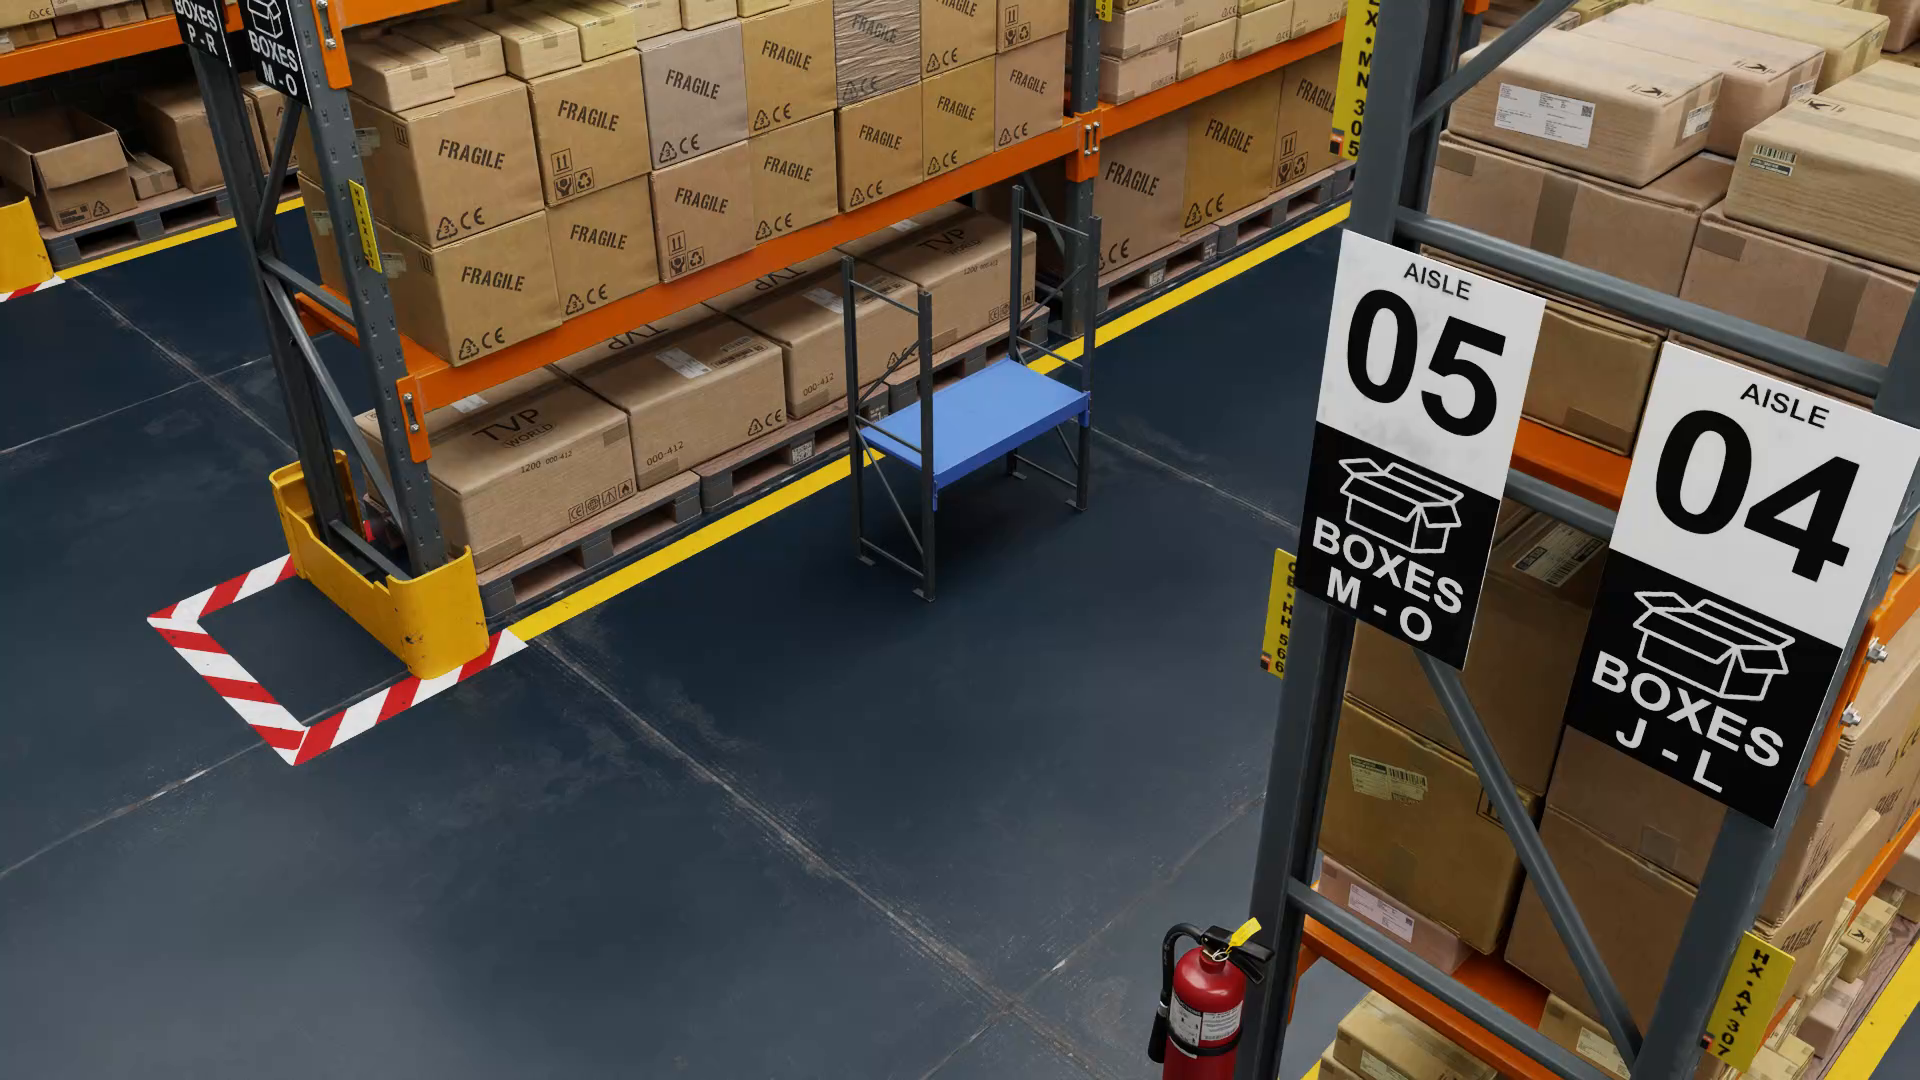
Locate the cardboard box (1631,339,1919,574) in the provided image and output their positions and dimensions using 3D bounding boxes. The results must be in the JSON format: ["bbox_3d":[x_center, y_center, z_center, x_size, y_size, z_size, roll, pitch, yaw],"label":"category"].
[{"bbox_3d":[1.585,-0.241,2.983,0.500,0.250,0.500,-28,44,-34],"label":"cardboard box"}]

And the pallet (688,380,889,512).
[{"bbox_3d":[-1.129,-0.653,8.501,1.003,0.211,1.213,30,45,35],"label":"pallet"}]

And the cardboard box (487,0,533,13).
[{"bbox_3d":[-1.895,-2.228,6.794,0.250,0.149,0.380,-29,44,-35],"label":"cardboard box"}]

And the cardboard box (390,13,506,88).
[{"bbox_3d":[-1.916,-1.832,6.226,0.250,0.149,0.380,-29,44,-35],"label":"cardboard box"}]

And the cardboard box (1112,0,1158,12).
[{"bbox_3d":[0.836,-3.085,8.590,0.500,0.500,0.500,-29,44,-35],"label":"cardboard box"}]

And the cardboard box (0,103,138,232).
[{"bbox_3d":[-5.524,-2.305,10.248,0.797,0.503,0.637,28,43,34],"label":"cardboard box"}]

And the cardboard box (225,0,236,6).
[{"bbox_3d":[-4.652,-3.369,10.178,0.380,0.149,0.250,28,44,34],"label":"cardboard box"}]

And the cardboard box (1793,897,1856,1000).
[{"bbox_3d":[1.926,0.903,4.053,0.380,0.149,0.250,28,44,34],"label":"cardboard box"}]

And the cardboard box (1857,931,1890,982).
[{"bbox_3d":[2.764,1.287,5.408,0.380,0.149,0.250,30,45,35],"label":"cardboard box"}]

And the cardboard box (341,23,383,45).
[{"bbox_3d":[-2.386,-1.891,6.311,0.250,0.149,0.380,-29,44,-35],"label":"cardboard box"}]

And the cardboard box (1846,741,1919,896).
[{"bbox_3d":[1.959,0.545,3.999,0.500,0.500,0.500,30,45,35],"label":"cardboard box"}]

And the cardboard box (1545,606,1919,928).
[{"bbox_3d":[1.592,0.358,3.393,0.500,0.500,0.500,29,44,35],"label":"cardboard box"}]

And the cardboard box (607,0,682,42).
[{"bbox_3d":[-1.331,-2.133,6.658,0.250,0.149,0.380,-29,44,-35],"label":"cardboard box"}]

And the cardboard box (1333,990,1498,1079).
[{"bbox_3d":[1.280,1.443,4.664,0.250,0.149,0.380,-29,44,-35],"label":"cardboard box"}]

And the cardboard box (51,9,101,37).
[{"bbox_3d":[-5.289,-3.109,9.805,0.380,0.149,0.250,29,44,35],"label":"cardboard box"}]

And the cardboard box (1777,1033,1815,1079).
[{"bbox_3d":[2.239,1.489,4.858,0.250,0.149,0.380,-28,44,-34],"label":"cardboard box"}]

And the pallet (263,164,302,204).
[{"bbox_3d":[-4.548,-2.650,11.366,1.003,0.211,1.213,30,45,35],"label":"pallet"}]

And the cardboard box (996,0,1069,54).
[{"bbox_3d":[0.185,-2.719,8.066,0.500,0.500,0.500,29,44,35],"label":"cardboard box"}]

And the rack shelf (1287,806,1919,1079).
[{"bbox_3d":[2.496,0.490,5.054,1.077,0.370,4.000,30,45,35],"label":"rack shelf"}]

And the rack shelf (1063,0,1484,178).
[{"bbox_3d":[1.731,-3.088,10.184,1.077,0.370,4.000,30,45,35],"label":"rack shelf"}]

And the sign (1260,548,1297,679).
[{"bbox_3d":[0.708,0.170,3.595,0.100,0.325,0.005,30,45,35],"label":"sign"}]

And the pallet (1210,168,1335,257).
[{"bbox_3d":[1.671,-2.269,10.818,1.003,0.211,1.213,30,45,35],"label":"pallet"}]

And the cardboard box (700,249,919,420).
[{"bbox_3d":[-0.827,-1.117,8.602,0.875,0.438,0.875,28,44,34],"label":"cardboard box"}]

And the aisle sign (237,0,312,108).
[{"bbox_3d":[-2.342,-1.868,5.533,0.394,0.787,0.004,30,45,35],"label":"aisle sign"}]

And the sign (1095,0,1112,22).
[{"bbox_3d":[0.717,-2.736,8.224,0.100,0.325,0.005,30,45,35],"label":"sign"}]

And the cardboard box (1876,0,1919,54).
[{"bbox_3d":[1.867,-1.179,3.541,0.380,0.149,0.250,28,44,34],"label":"cardboard box"}]

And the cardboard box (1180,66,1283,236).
[{"bbox_3d":[1.333,-2.526,10.240,0.875,0.875,0.875,-29,44,-34],"label":"cardboard box"}]

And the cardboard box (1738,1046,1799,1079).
[{"bbox_3d":[2.075,1.473,4.621,0.380,0.149,0.250,29,44,35],"label":"cardboard box"}]

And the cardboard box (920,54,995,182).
[{"bbox_3d":[-0.182,-2.110,8.066,0.500,0.500,0.500,28,44,34],"label":"cardboard box"}]

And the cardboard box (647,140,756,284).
[{"bbox_3d":[-1.247,-1.483,7.167,0.500,0.500,0.500,29,44,35],"label":"cardboard box"}]

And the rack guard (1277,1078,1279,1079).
[{"bbox_3d":[1.141,2.001,4.444,1.175,0.500,0.348,30,45,35],"label":"rack guard"}]

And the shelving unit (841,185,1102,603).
[{"bbox_3d":[0.060,-0.650,7.371,0.538,1.500,1.048,30,45,35],"label":"shelving unit"}]

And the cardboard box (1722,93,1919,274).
[{"bbox_3d":[1.477,-0.570,2.669,0.380,0.149,0.250,29,44,35],"label":"cardboard box"}]

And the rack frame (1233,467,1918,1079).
[{"bbox_3d":[1.087,1.007,3.684,1.000,3.000,0.127,30,45,35],"label":"rack frame"}]

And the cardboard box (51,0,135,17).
[{"bbox_3d":[-5.156,-3.287,9.712,0.500,0.250,0.500,-29,44,-35],"label":"cardboard box"}]

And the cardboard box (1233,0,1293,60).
[{"bbox_3d":[1.555,-2.994,9.552,0.500,0.250,0.500,29,44,35],"label":"cardboard box"}]

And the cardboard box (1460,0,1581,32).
[{"bbox_3d":[4.059,-3.817,12.532,0.950,0.372,0.625,29,44,35],"label":"cardboard box"}]

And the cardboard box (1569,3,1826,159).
[{"bbox_3d":[1.341,-0.853,3.075,0.250,0.149,0.380,-29,44,-35],"label":"cardboard box"}]

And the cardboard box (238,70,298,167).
[{"bbox_3d":[-4.450,-2.809,10.974,0.500,0.500,0.500,-29,44,-35],"label":"cardboard box"}]

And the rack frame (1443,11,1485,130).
[{"bbox_3d":[3.140,-4.195,11.143,1.000,3.000,0.127,30,45,35],"label":"rack frame"}]

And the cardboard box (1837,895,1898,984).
[{"bbox_3d":[2.611,1.142,5.096,0.250,0.149,0.380,-29,44,-35],"label":"cardboard box"}]

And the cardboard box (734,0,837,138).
[{"bbox_3d":[-0.889,-2.106,7.186,0.500,0.500,0.500,-30,45,-35],"label":"cardboard box"}]

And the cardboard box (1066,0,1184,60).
[{"bbox_3d":[0.832,-2.780,8.808,0.500,0.250,0.500,28,44,34],"label":"cardboard box"}]

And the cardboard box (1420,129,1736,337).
[{"bbox_3d":[1.231,-0.657,3.141,0.500,0.250,0.500,28,44,34],"label":"cardboard box"}]

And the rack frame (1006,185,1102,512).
[{"bbox_3d":[0.418,-0.856,7.667,0.500,1.500,0.032,30,45,35],"label":"rack frame"}]

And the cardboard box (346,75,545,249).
[{"bbox_3d":[-1.956,-1.479,6.286,0.500,0.500,0.500,28,44,34],"label":"cardboard box"}]
